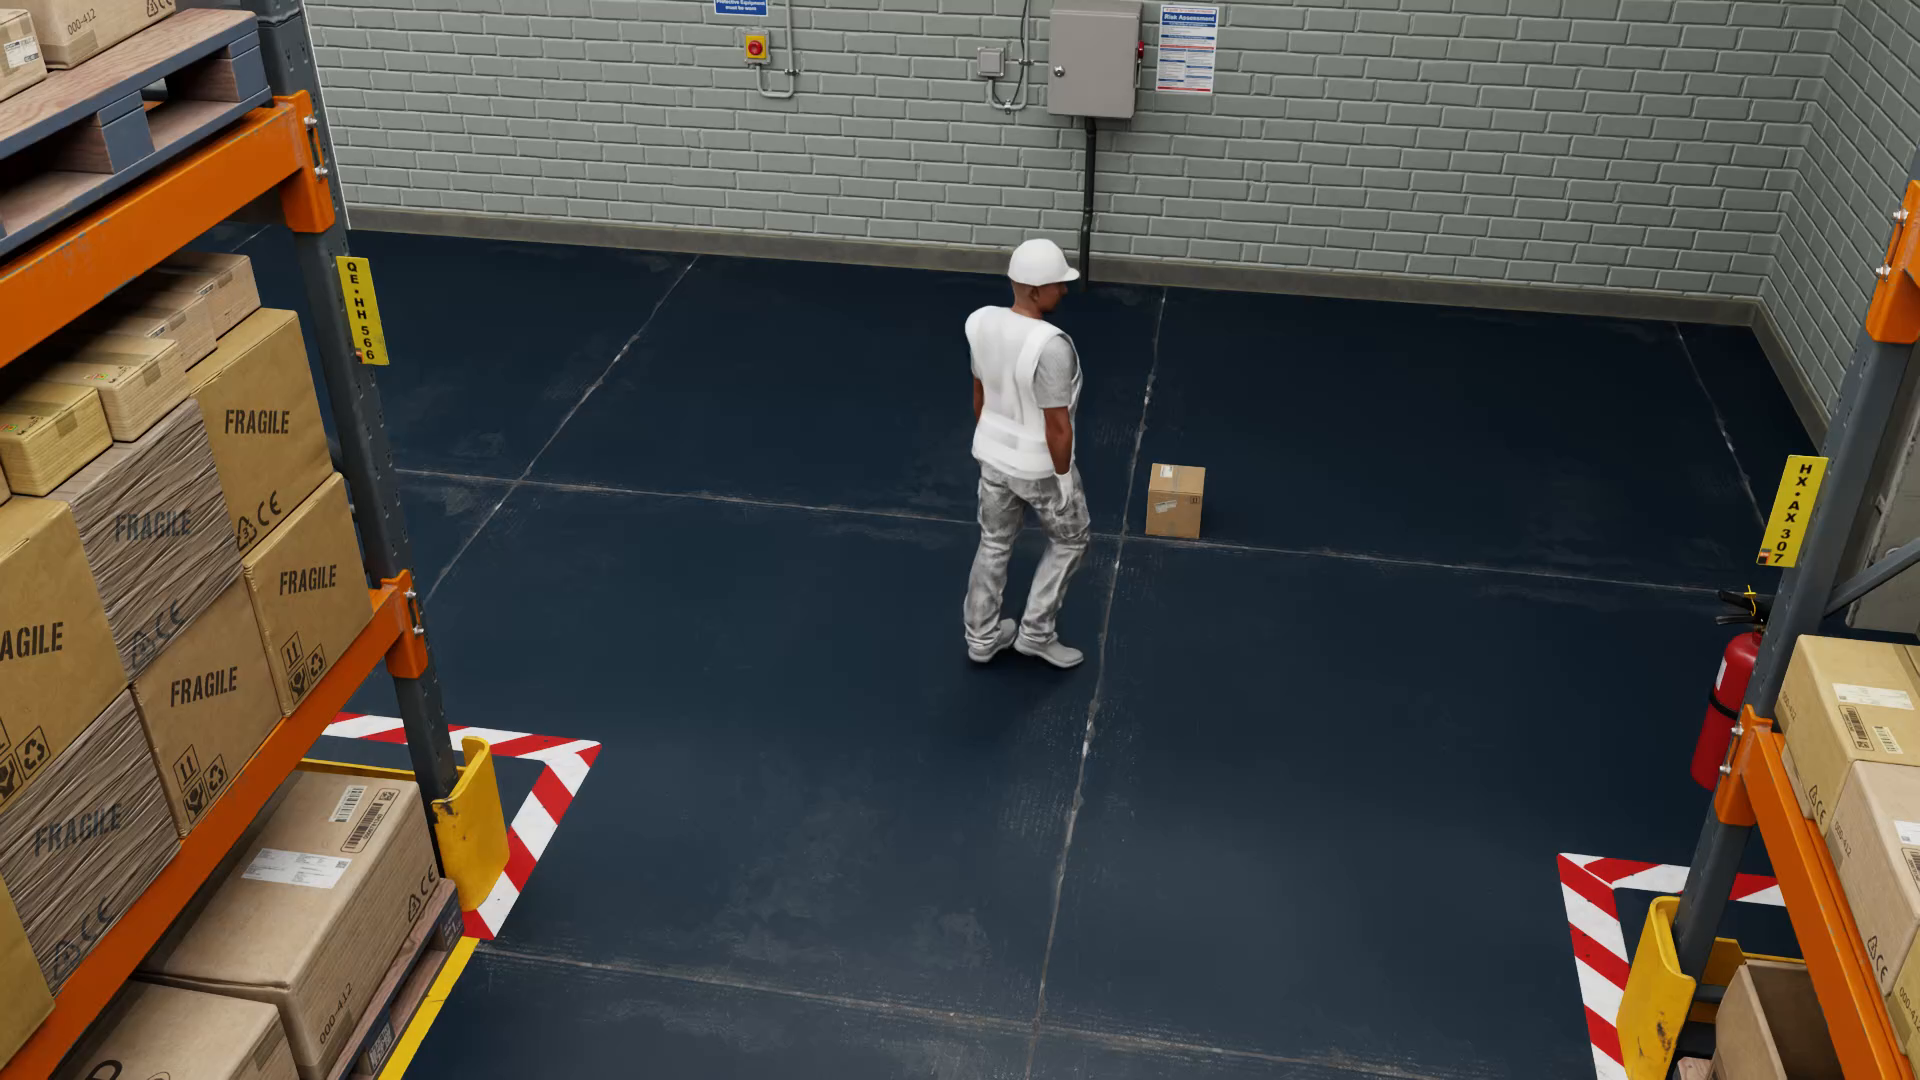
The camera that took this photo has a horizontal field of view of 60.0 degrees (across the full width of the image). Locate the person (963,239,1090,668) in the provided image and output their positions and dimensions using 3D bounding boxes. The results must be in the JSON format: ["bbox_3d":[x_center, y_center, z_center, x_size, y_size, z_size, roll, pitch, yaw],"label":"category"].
[{"bbox_3d":[0.231,-0.312,6.597,0.491,1.790,0.590,-27,41,-36],"label":"person"}]
